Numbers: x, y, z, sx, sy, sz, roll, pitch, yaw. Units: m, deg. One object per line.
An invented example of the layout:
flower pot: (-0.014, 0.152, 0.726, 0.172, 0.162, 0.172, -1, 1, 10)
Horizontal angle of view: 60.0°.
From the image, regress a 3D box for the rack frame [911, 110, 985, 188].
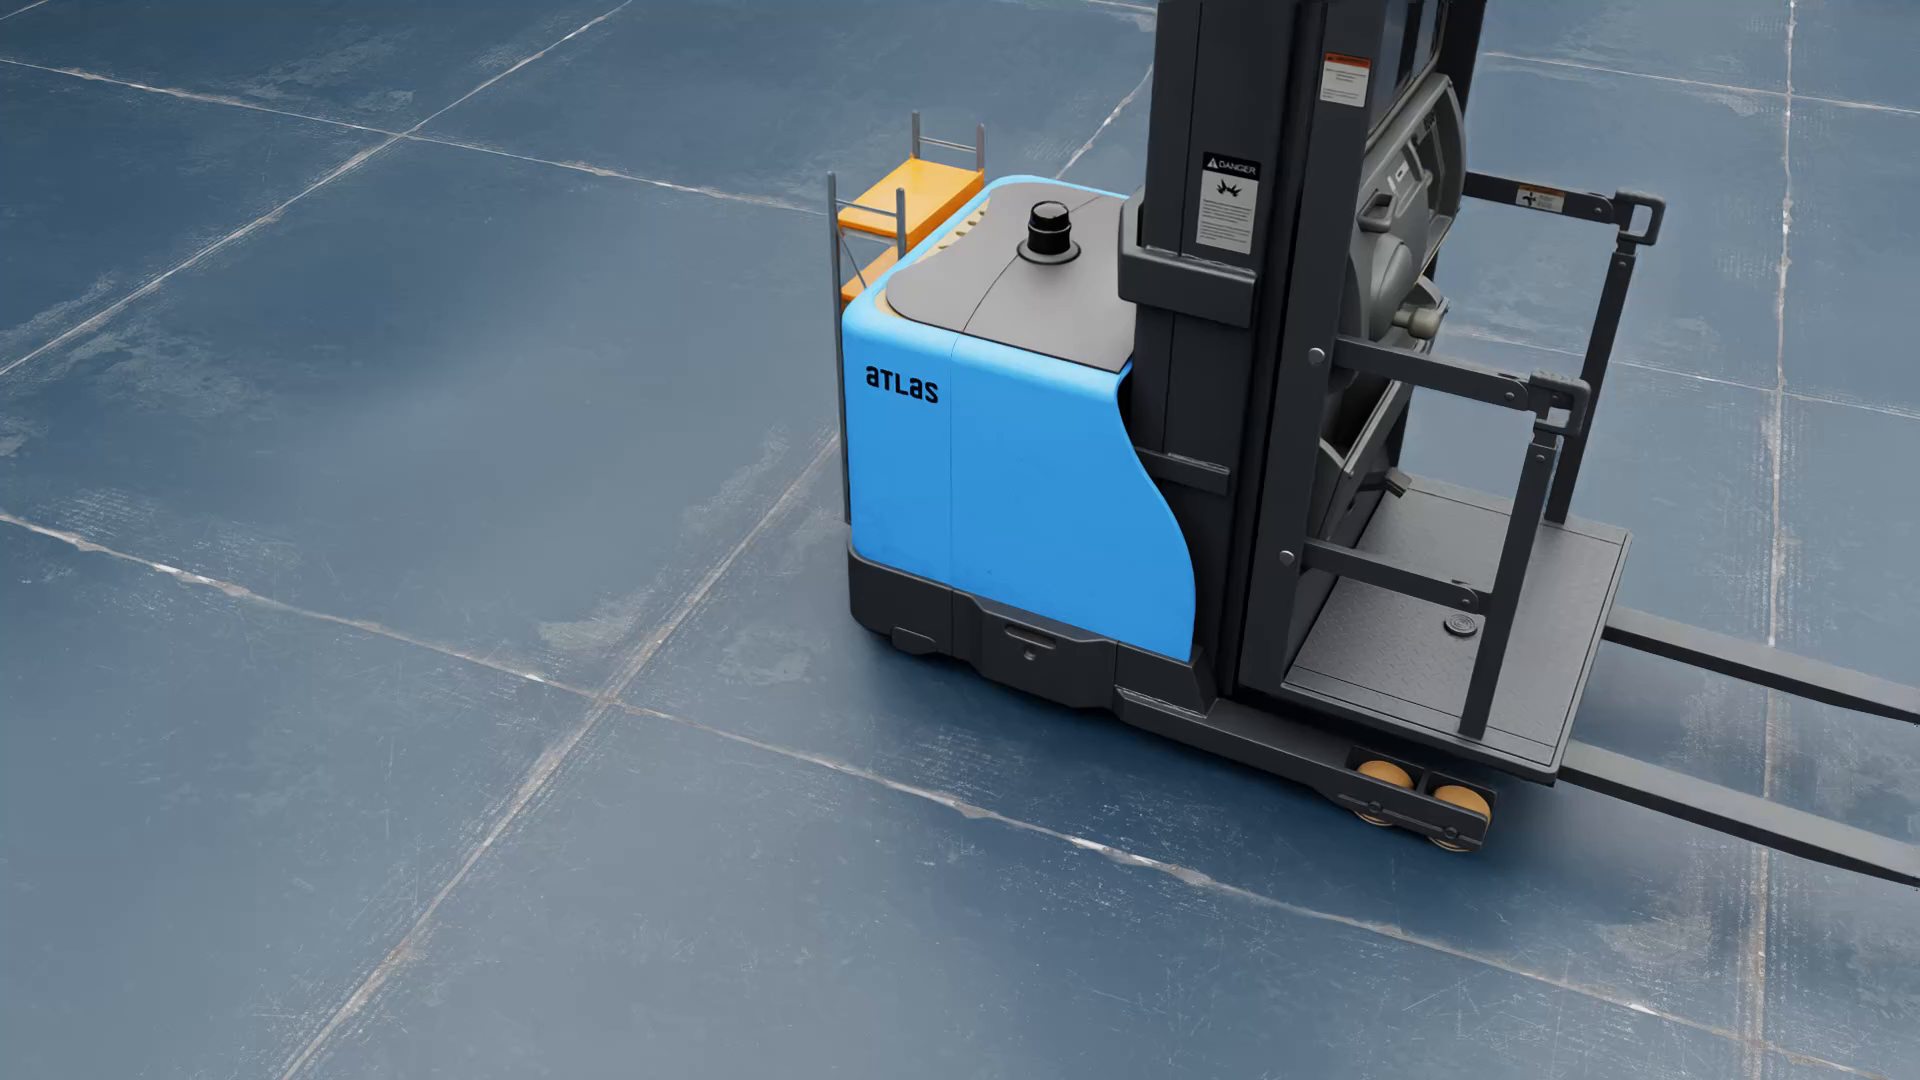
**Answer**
rack frame: (-0.035, -0.765, 5.272, 0.240, 1.200, 0.015, 17, 40, 22)

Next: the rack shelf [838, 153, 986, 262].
rack shelf: (-0.148, -0.951, 4.863, 0.258, 0.148, 0.480, 17, 40, 22)

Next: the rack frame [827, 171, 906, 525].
rack frame: (-0.259, -0.506, 4.924, 0.240, 1.200, 0.015, 17, 40, 22)

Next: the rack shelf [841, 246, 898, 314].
rack shelf: (-0.147, -0.761, 5.005, 0.258, 0.148, 0.480, 17, 40, 22)

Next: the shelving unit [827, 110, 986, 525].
shelving unit: (-0.147, -0.636, 5.098, 0.258, 1.200, 0.503, 17, 40, 22)

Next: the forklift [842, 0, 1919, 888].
forklift: (1.228, -0.754, 3.810, 3.031, 2.935, 1.130, 17, 40, 22)
